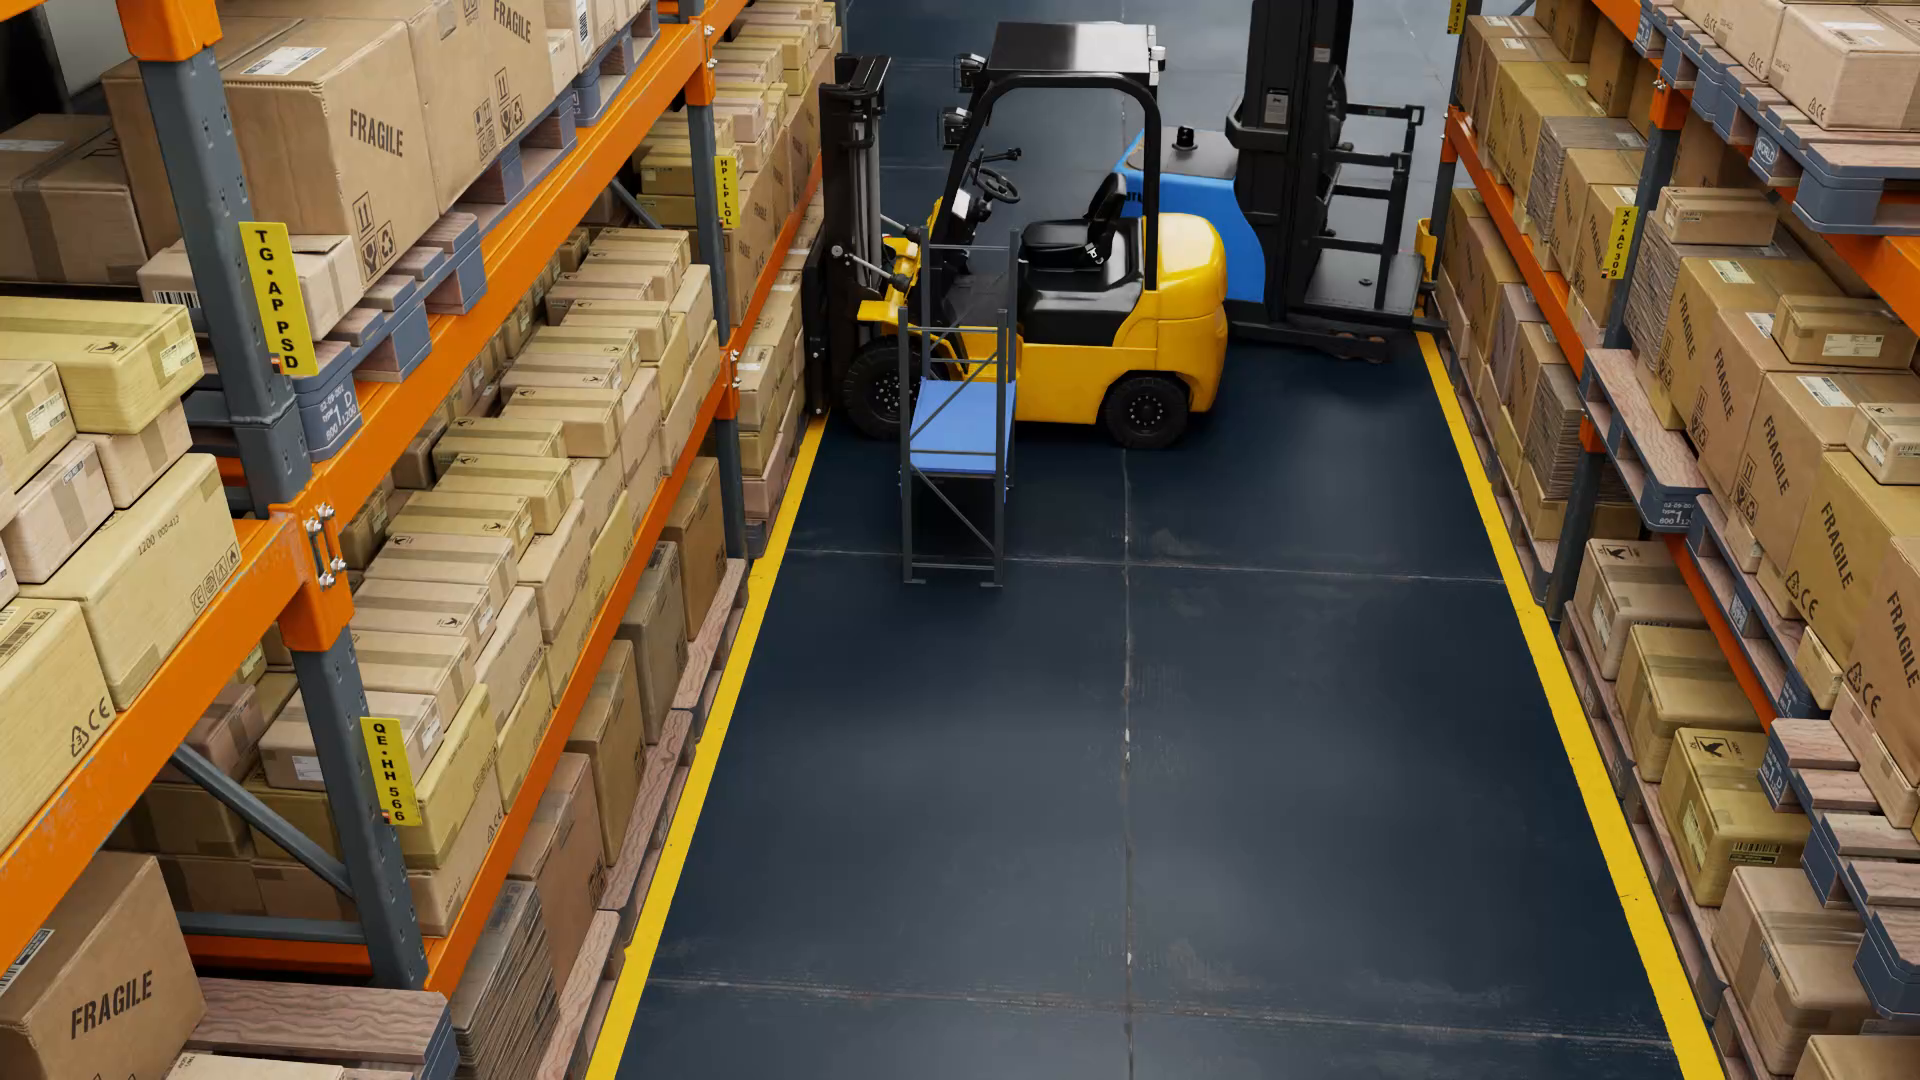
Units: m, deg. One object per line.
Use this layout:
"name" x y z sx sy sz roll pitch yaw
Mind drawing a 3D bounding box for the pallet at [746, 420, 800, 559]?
"pallet" -1.467 -0.323 9.073 1.003 0.211 1.213 2 32 4

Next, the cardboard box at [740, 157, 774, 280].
"cardboard box" -1.252 -1.632 8.445 0.500 0.500 0.500 3 32 5

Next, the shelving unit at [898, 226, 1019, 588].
"shelving unit" 0.007 -0.683 8.429 0.538 1.500 1.048 2 32 4

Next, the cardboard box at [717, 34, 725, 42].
"cardboard box" -1.582 -2.925 9.640 0.380 0.149 0.250 3 32 6

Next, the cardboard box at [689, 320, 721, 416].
"cardboard box" -1.354 -0.757 7.263 0.500 0.250 0.500 3 32 5

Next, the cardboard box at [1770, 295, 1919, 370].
"cardboard box" 2.997 -0.707 5.640 0.380 0.149 0.250 4 32 7

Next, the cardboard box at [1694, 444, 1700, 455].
"cardboard box" 3.038 -0.401 6.380 0.380 0.149 0.250 4 32 7

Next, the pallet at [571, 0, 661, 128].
"pallet" -1.633 -1.830 6.183 0.805 0.209 1.217 1 32 2

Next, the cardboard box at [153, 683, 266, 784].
"cardboard box" -2.075 0.498 4.369 0.380 0.149 0.250 3 32 6

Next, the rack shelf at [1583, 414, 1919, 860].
"rack shelf" 3.211 0.466 5.820 1.077 0.370 4.000 2 32 4

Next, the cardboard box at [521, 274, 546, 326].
"cardboard box" -1.911 -0.971 6.754 0.380 0.149 0.250 2 32 4

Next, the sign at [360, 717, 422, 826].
"sign" -1.358 0.555 3.963 0.100 0.325 0.005 2 32 4

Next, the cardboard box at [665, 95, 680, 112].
"cardboard box" -1.703 -2.269 8.859 0.380 0.149 0.250 2 32 3

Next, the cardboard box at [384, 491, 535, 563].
"cardboard box" -1.565 -0.022 5.213 0.380 0.149 0.250 3 32 5

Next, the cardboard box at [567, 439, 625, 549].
"cardboard box" -1.501 -0.178 5.846 0.500 0.250 0.500 3 32 5

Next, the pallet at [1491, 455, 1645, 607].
"pallet" 3.393 -0.051 8.632 1.003 0.211 1.213 2 32 4

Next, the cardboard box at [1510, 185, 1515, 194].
"cardboard box" 3.341 -2.026 9.417 0.380 0.149 0.250 3 32 6

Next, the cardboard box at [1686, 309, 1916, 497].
"cardboard box" 2.956 -0.481 5.892 0.500 0.500 0.500 2 32 4

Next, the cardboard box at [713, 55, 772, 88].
"cardboard box" -1.224 -2.503 8.956 0.380 0.149 0.250 3 32 4

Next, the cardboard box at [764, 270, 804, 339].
"cardboard box" -1.141 -1.297 9.263 0.500 0.250 0.500 3 32 6

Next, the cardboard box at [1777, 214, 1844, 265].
"cardboard box" 3.565 -0.982 6.706 0.500 0.500 0.500 2 32 3

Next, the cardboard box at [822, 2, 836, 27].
"cardboard box" -0.997 -3.313 10.553 0.380 0.149 0.250 3 32 5

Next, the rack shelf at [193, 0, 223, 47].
"rack shelf" -1.737 -2.128 4.692 1.077 0.370 4.000 2 32 4

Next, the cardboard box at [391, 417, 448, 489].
"cardboard box" -1.969 -0.305 5.673 0.380 0.149 0.250 3 32 5

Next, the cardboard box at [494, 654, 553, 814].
"cardboard box" -1.574 0.575 5.101 0.500 0.250 0.500 2 32 3

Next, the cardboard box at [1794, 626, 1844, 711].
"cardboard box" 2.803 0.400 5.082 0.380 0.149 0.250 3 32 5

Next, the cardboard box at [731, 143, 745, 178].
"cardboard box" -1.273 -1.843 8.168 0.380 0.149 0.250 2 32 4

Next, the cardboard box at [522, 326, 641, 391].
"cardboard box" -1.429 -0.688 6.293 0.380 0.149 0.250 2 32 3

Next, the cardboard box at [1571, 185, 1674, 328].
"cardboard box" 3.162 -1.298 7.618 0.500 0.500 0.500 2 32 3

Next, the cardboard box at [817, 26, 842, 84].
"cardboard box" -1.026 -2.962 10.601 0.500 0.500 0.500 2 32 3

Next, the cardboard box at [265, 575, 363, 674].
"cardboard box" -2.100 0.332 5.018 0.500 0.250 0.500 3 32 4

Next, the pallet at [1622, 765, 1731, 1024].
"pallet" 3.215 1.348 6.361 1.003 0.211 1.213 2 32 4

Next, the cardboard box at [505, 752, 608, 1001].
"cardboard box" -1.790 1.160 5.871 0.875 0.625 0.625 3 32 6

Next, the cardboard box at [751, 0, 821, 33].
"cardboard box" -1.051 -3.168 10.035 0.380 0.149 0.250 3 32 5

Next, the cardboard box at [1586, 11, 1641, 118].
"cardboard box" 3.709 -2.506 8.625 0.700 0.500 0.500 2 32 4

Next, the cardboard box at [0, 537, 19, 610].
"cardboard box" -1.776 0.079 2.666 0.380 0.149 0.250 3 32 5

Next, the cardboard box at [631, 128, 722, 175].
"cardboard box" -1.338 -1.837 7.874 0.380 0.149 0.250 3 32 5

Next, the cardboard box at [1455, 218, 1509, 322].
"cardboard box" 3.319 -1.609 10.007 0.500 0.500 0.500 1 32 2

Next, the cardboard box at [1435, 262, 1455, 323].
"cardboard box" 3.358 -1.576 10.668 0.500 0.250 0.500 2 32 4

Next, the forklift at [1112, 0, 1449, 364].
"forklift" 2.522 -2.681 10.307 3.031 2.935 1.130 10 33 15

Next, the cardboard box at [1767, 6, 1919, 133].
"cardboard box" 2.867 -1.460 5.143 0.500 0.250 0.500 2 32 3

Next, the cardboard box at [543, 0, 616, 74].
"cardboard box" -1.452 -1.766 5.487 0.500 0.311 0.500 1 32 2

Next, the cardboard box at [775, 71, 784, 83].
"cardboard box" -1.187 -2.515 9.258 0.380 0.149 0.250 2 32 4

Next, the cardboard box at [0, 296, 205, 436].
"cardboard box" -1.633 -0.321 3.033 0.380 0.149 0.250 3 32 6

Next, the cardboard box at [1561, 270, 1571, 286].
"cardboard box" 3.243 -1.353 8.326 0.380 0.149 0.250 2 32 3

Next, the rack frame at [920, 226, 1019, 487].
"rack frame" 0.048 -0.949 8.860 0.500 1.500 0.032 2 32 4

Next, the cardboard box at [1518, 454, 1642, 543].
"cardboard box" 3.154 -0.215 8.460 0.500 0.250 0.500 4 32 6

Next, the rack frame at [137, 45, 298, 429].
"rack frame" -1.899 -1.558 2.701 1.000 3.000 0.127 2 32 4

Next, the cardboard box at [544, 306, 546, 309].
"cardboard box" -1.871 -0.991 7.165 0.500 0.250 0.500 2 32 3

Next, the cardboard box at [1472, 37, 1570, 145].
"cardboard box" 3.345 -2.640 9.796 0.500 0.500 0.500 3 32 5

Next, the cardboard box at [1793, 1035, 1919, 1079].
"cardboard box" 3.104 1.851 4.992 0.950 0.372 0.625 0 32 1

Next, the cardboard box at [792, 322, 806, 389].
"cardboard box" -1.135 -1.083 9.392 0.500 0.250 0.500 2 32 4

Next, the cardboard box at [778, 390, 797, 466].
"cardboard box" -1.178 -0.609 9.100 0.500 0.250 0.500 2 32 3

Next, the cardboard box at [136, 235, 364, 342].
"cardboard box" -1.568 -0.573 3.688 0.380 0.166 0.250 2 32 4
